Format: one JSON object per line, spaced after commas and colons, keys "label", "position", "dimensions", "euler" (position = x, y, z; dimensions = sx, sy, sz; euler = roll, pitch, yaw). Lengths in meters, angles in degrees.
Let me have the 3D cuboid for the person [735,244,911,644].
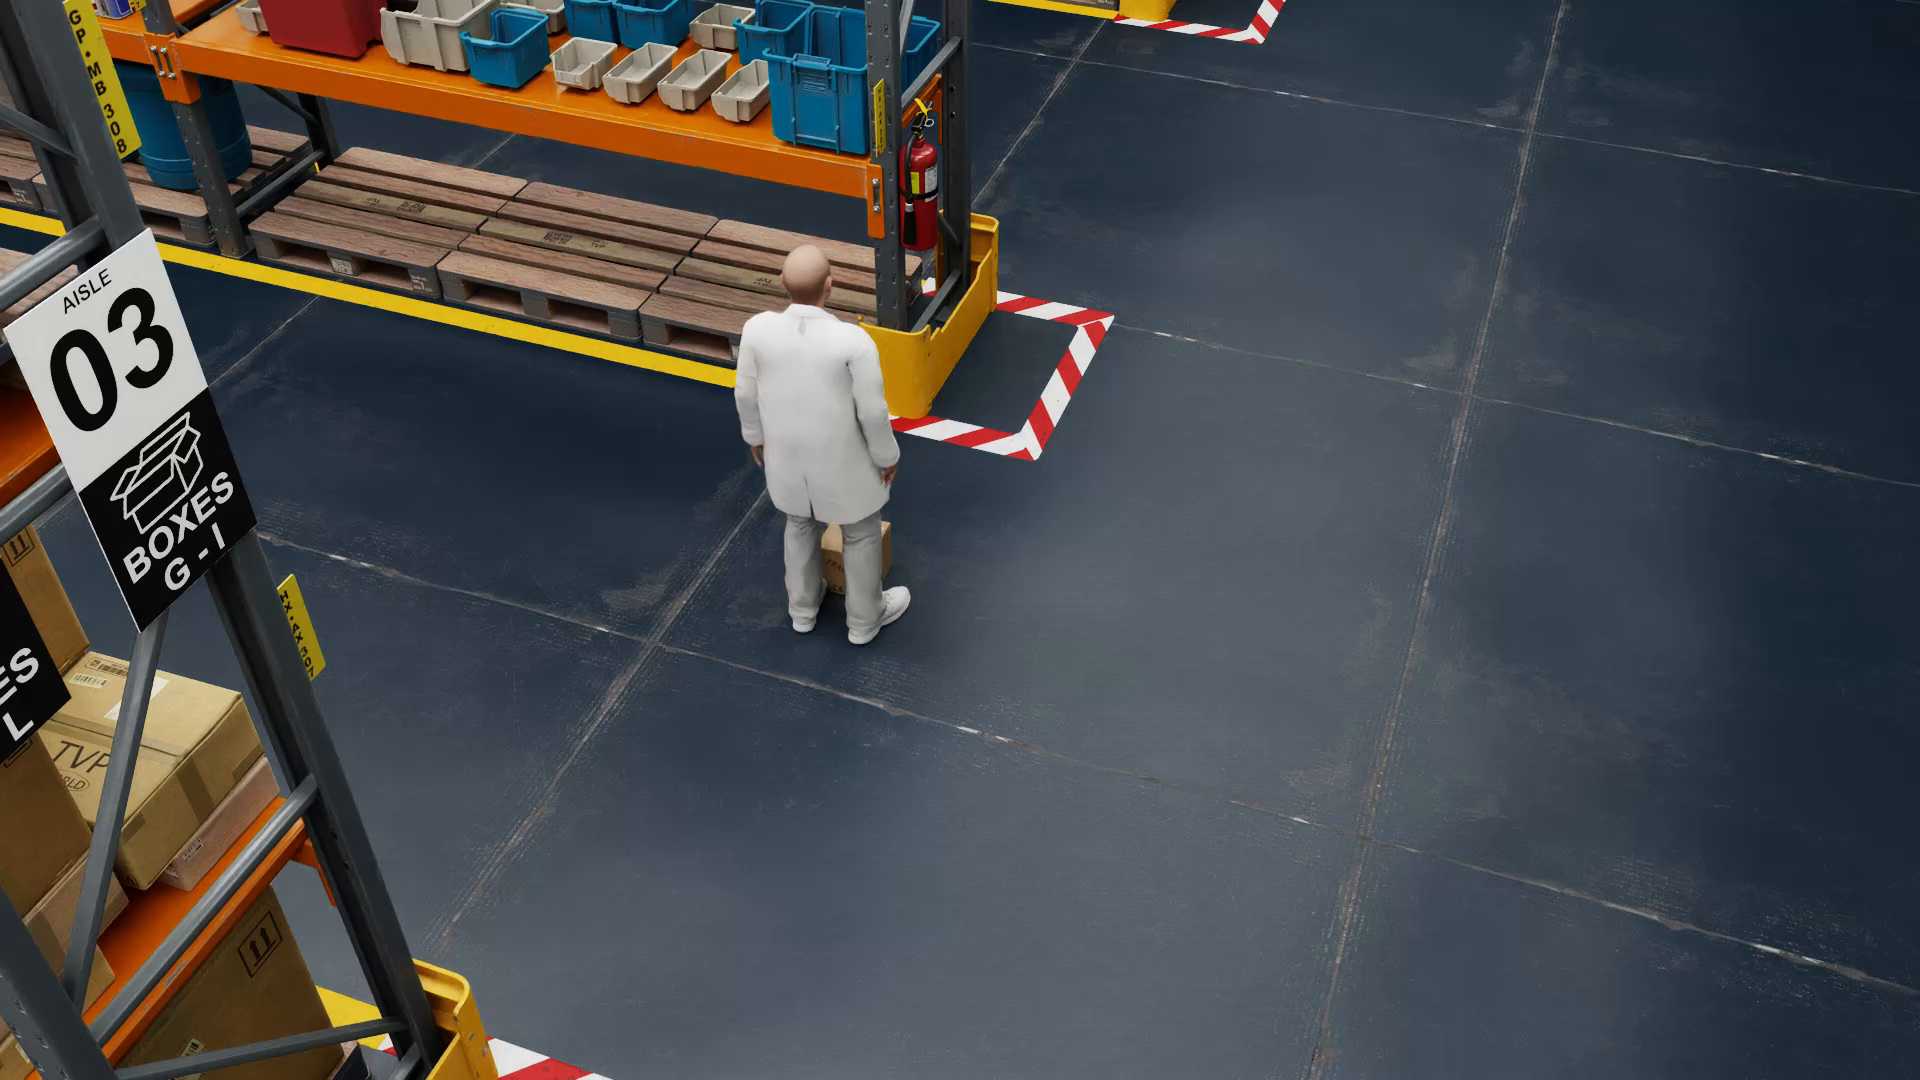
{"label": "person", "position": [-0.554, -0.355, 6.579], "dimensions": [0.654, 1.774, 0.422], "euler": [11, 42, 13]}
